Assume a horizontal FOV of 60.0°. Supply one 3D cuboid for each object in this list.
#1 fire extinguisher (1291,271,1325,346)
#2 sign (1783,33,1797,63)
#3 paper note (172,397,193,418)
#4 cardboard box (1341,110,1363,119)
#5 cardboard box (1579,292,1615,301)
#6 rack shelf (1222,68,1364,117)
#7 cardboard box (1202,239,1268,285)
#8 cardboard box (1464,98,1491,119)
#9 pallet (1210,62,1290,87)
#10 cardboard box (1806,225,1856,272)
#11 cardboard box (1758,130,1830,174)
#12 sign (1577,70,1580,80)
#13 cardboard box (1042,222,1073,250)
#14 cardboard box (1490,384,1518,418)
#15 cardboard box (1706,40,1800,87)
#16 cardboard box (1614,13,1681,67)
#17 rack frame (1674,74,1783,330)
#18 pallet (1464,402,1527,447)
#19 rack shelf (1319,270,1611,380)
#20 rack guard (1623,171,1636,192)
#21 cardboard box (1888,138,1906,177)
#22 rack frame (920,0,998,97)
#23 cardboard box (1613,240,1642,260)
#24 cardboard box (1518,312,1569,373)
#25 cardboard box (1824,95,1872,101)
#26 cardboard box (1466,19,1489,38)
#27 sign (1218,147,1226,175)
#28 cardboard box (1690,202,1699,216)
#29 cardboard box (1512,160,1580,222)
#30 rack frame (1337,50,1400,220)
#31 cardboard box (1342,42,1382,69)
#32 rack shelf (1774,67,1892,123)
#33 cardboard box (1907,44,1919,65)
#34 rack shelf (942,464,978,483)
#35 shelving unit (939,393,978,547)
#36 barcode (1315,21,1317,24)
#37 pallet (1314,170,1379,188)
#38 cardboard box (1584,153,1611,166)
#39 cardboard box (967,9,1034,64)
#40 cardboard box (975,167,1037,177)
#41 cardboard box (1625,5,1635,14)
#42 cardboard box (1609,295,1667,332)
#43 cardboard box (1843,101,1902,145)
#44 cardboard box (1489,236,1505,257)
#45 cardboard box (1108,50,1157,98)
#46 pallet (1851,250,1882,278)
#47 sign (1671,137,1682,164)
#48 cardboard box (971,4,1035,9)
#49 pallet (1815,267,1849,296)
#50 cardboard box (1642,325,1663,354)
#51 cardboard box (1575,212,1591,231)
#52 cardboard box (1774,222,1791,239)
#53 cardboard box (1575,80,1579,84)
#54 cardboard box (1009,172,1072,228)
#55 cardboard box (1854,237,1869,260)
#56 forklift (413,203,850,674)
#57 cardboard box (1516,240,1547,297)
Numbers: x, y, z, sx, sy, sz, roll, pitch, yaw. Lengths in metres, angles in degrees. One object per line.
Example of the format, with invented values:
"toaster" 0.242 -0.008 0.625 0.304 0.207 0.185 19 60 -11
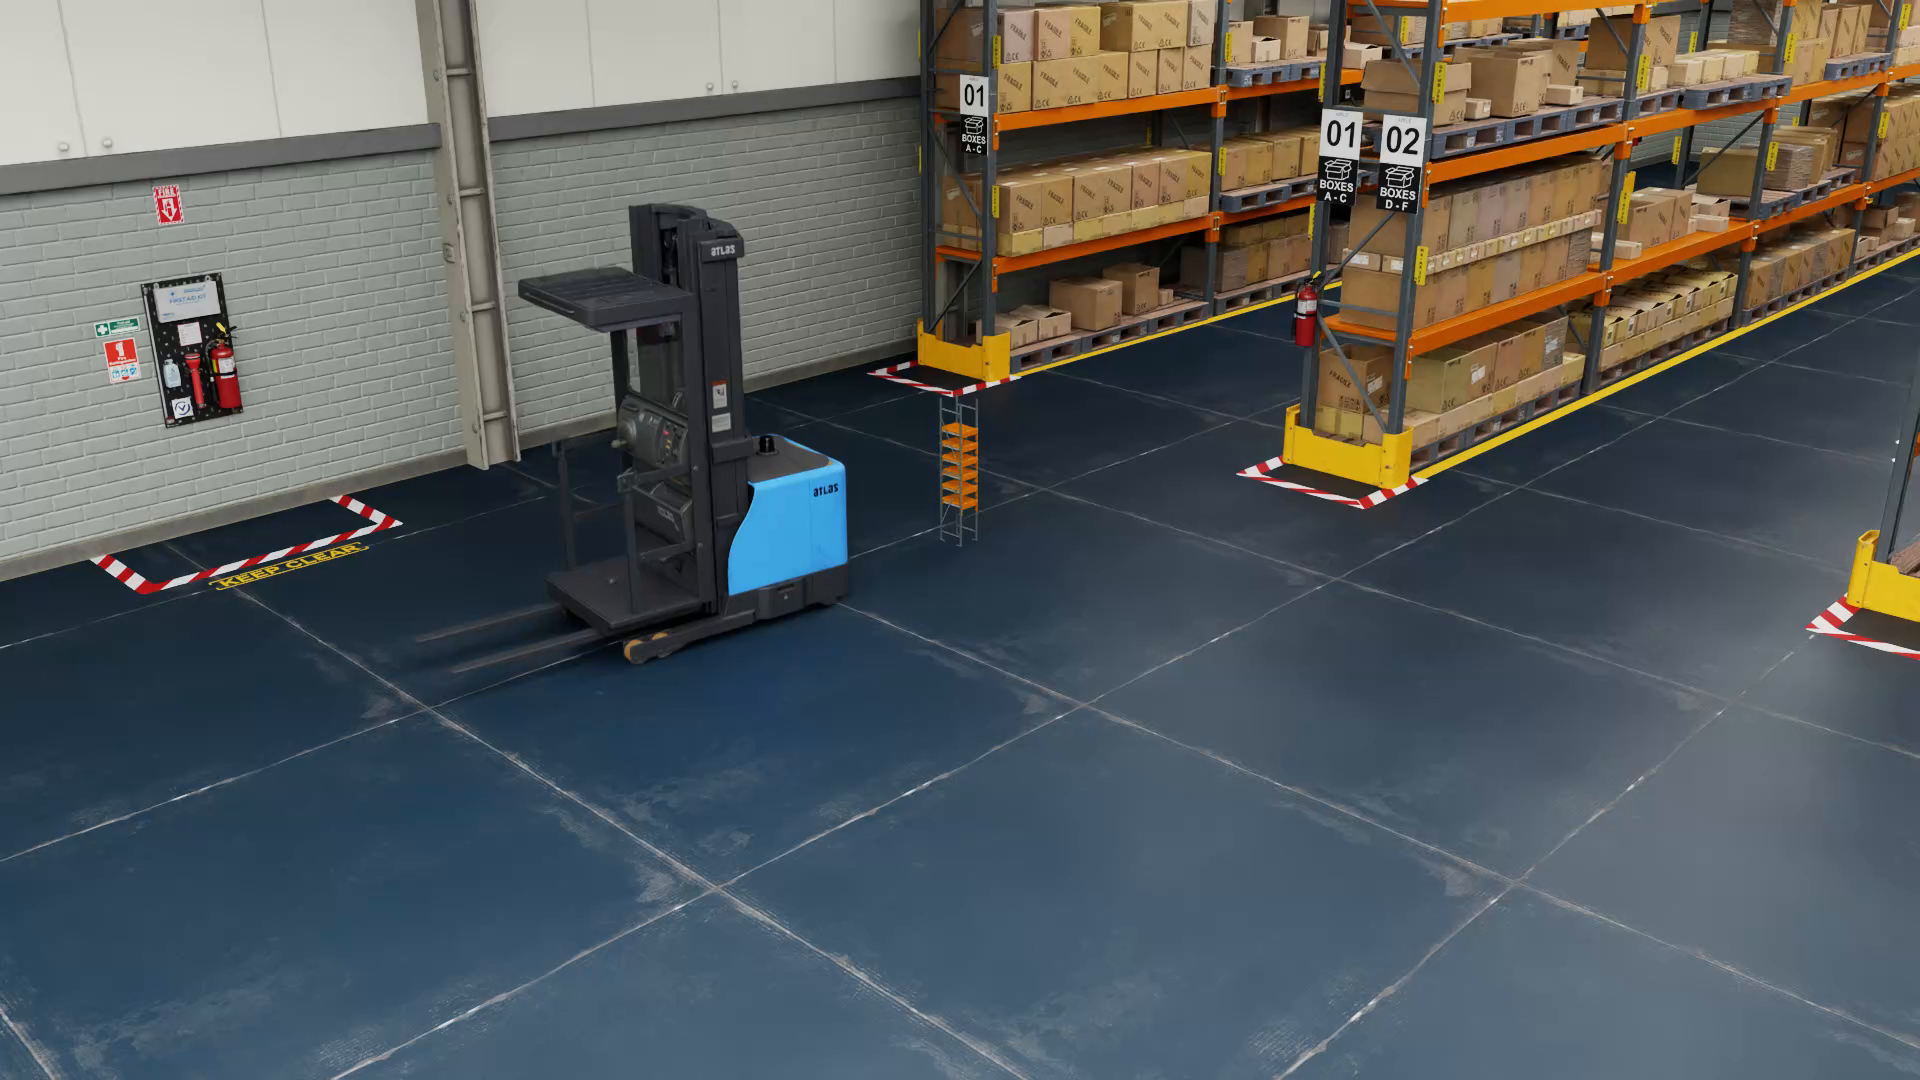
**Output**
"fire extinguisher" 3.117 -2.087 14.931 0.296 0.674 0.183 19 28 41
"sign" 9.505 -5.631 19.032 0.100 0.325 0.005 19 28 41
"paper note" -6.261 -1.065 13.392 0.016 0.148 0.142 19 28 41
"cardboard box" 5.342 -5.791 22.804 0.380 0.149 0.250 15 26 34
"cardboard box" 7.108 -2.679 18.828 0.500 0.311 0.500 19 28 40
"rack shelf" 4.166 -5.883 21.521 1.077 0.370 4.000 19 28 41
"cardboard box" 3.597 -3.682 21.843 0.700 0.500 0.500 19 28 40
"cardboard box" 4.479 -3.840 14.772 0.380 0.149 0.250 19 28 41
"pallet" 3.278 -5.749 20.431 1.213 0.211 1.003 19 28 41
"cardboard box" 11.764 -3.962 22.572 0.500 0.500 0.500 19 28 40
"cardboard box" 10.978 -5.106 21.954 0.500 0.500 0.700 -15 26 -34
"sign" 10.748 -7.970 28.813 0.100 0.325 0.005 19 28 41
"cardboard box" 0.900 -3.398 18.416 0.500 0.250 0.500 18 28 39
"cardboard box" 5.113 -1.417 16.328 0.500 0.250 0.500 19 28 41
"cardboard box" 9.393 -5.661 19.802 0.910 0.500 0.500 19 28 41
"cardboard box" 7.162 -5.242 17.431 0.500 0.500 0.500 -17 27 -37
"rack frame" 9.113 -4.094 20.044 1.000 3.000 0.127 19 28 41
"pallet" 4.886 -1.255 16.545 1.003 0.211 1.213 19 28 41
"rack shelf" 4.927 -2.215 16.160 1.077 0.370 4.000 19 28 41
"rack guard" 11.159 -6.228 29.082 1.175 0.500 0.348 19 28 41
"cardboard box" 12.809 -5.364 23.209 0.500 0.500 0.500 -20 28 -41
"rack frame" -0.020 -6.076 16.841 1.000 3.000 0.127 19 28 41
"cardboard box" 7.087 -3.125 17.873 0.380 0.149 0.250 19 28 41
"cardboard box" 5.798 -2.028 16.873 0.500 0.500 0.500 19 28 41
"cardboard box" 12.426 -5.962 23.373 0.500 0.500 0.500 19 28 40
"cardboard box" 7.317 -7.655 24.376 0.700 0.500 0.500 19 28 40
"sign" 3.165 -4.574 20.089 0.100 0.325 0.005 19 28 41
"cardboard box" 8.350 -3.871 19.588 0.500 0.311 0.500 19 28 40
"cardboard box" 5.666 -3.472 16.479 0.700 0.500 0.500 19 28 41
"rack frame" 5.561 -5.332 23.267 1.000 3.000 0.127 19 28 41
"cardboard box" 5.252 -6.448 22.084 0.500 0.311 0.500 19 28 41
"rack shelf" 10.508 -5.672 20.973 1.077 0.370 4.000 19 28 41
"cardboard box" 12.771 -6.643 22.704 0.500 0.250 0.500 19 28 41
"rack shelf" -0.010 -0.515 13.366 0.258 0.103 0.180 19 28 41
"shelving unit" -0.010 -0.556 13.350 0.258 1.200 0.189 19 28 41
"barcode" 4.867 -7.058 22.739 0.001 0.075 0.075 19 28 41
"pallet" 5.140 -5.033 22.756 1.213 0.211 1.003 19 28 41
"cardboard box" 10.766 -6.437 28.136 0.380 0.149 0.250 19 28 40
"cardboard box" 0.423 -5.237 17.277 0.500 0.500 0.500 17 27 37
"cardboard box" 0.515 -3.867 18.590 0.500 0.500 0.500 -20 29 -41
"cardboard box" 10.821 -8.707 27.350 0.500 0.250 0.500 -19 28 -40
"cardboard box" 7.502 -2.544 18.479 0.500 0.311 0.500 18 27 39
"cardboard box" 12.434 -5.686 22.654 0.500 0.500 0.500 -19 28 -41
"cardboard box" 4.857 -2.765 15.544 0.380 0.149 0.250 19 28 40
"cardboard box" 1.874 -5.290 18.809 0.500 0.500 0.500 18 27 39
"pallet" 12.383 -3.996 23.678 1.003 0.211 1.213 19 28 41
"sign" 8.717 -4.730 20.198 0.100 0.325 0.005 19 28 41
"cardboard box" 0.466 -5.518 18.008 0.500 0.500 0.500 -18 27 -39
"pallet" 11.363 -3.602 22.651 1.003 0.211 1.213 19 28 41
"cardboard box" 7.498 -2.285 18.585 0.500 0.250 0.500 18 28 39
"cardboard box" 6.112 -3.228 16.749 0.380 0.149 0.250 19 28 40
"cardboard box" 10.694 -4.190 22.121 0.500 0.250 0.500 19 28 41
"cardboard box" 10.793 -7.395 28.216 0.700 0.700 0.980 -19 28 -40
"cardboard box" 0.880 -3.737 18.253 0.500 0.500 0.500 19 28 41
"cardboard box" 12.351 -4.126 23.263 0.500 0.311 0.500 19 28 41
"forklift" -2.290 -0.732 11.393 3.031 2.935 1.130 -16 26 -35
"cardboard box" 5.301 -2.731 16.360 0.500 0.500 0.700 -20 28 -41
